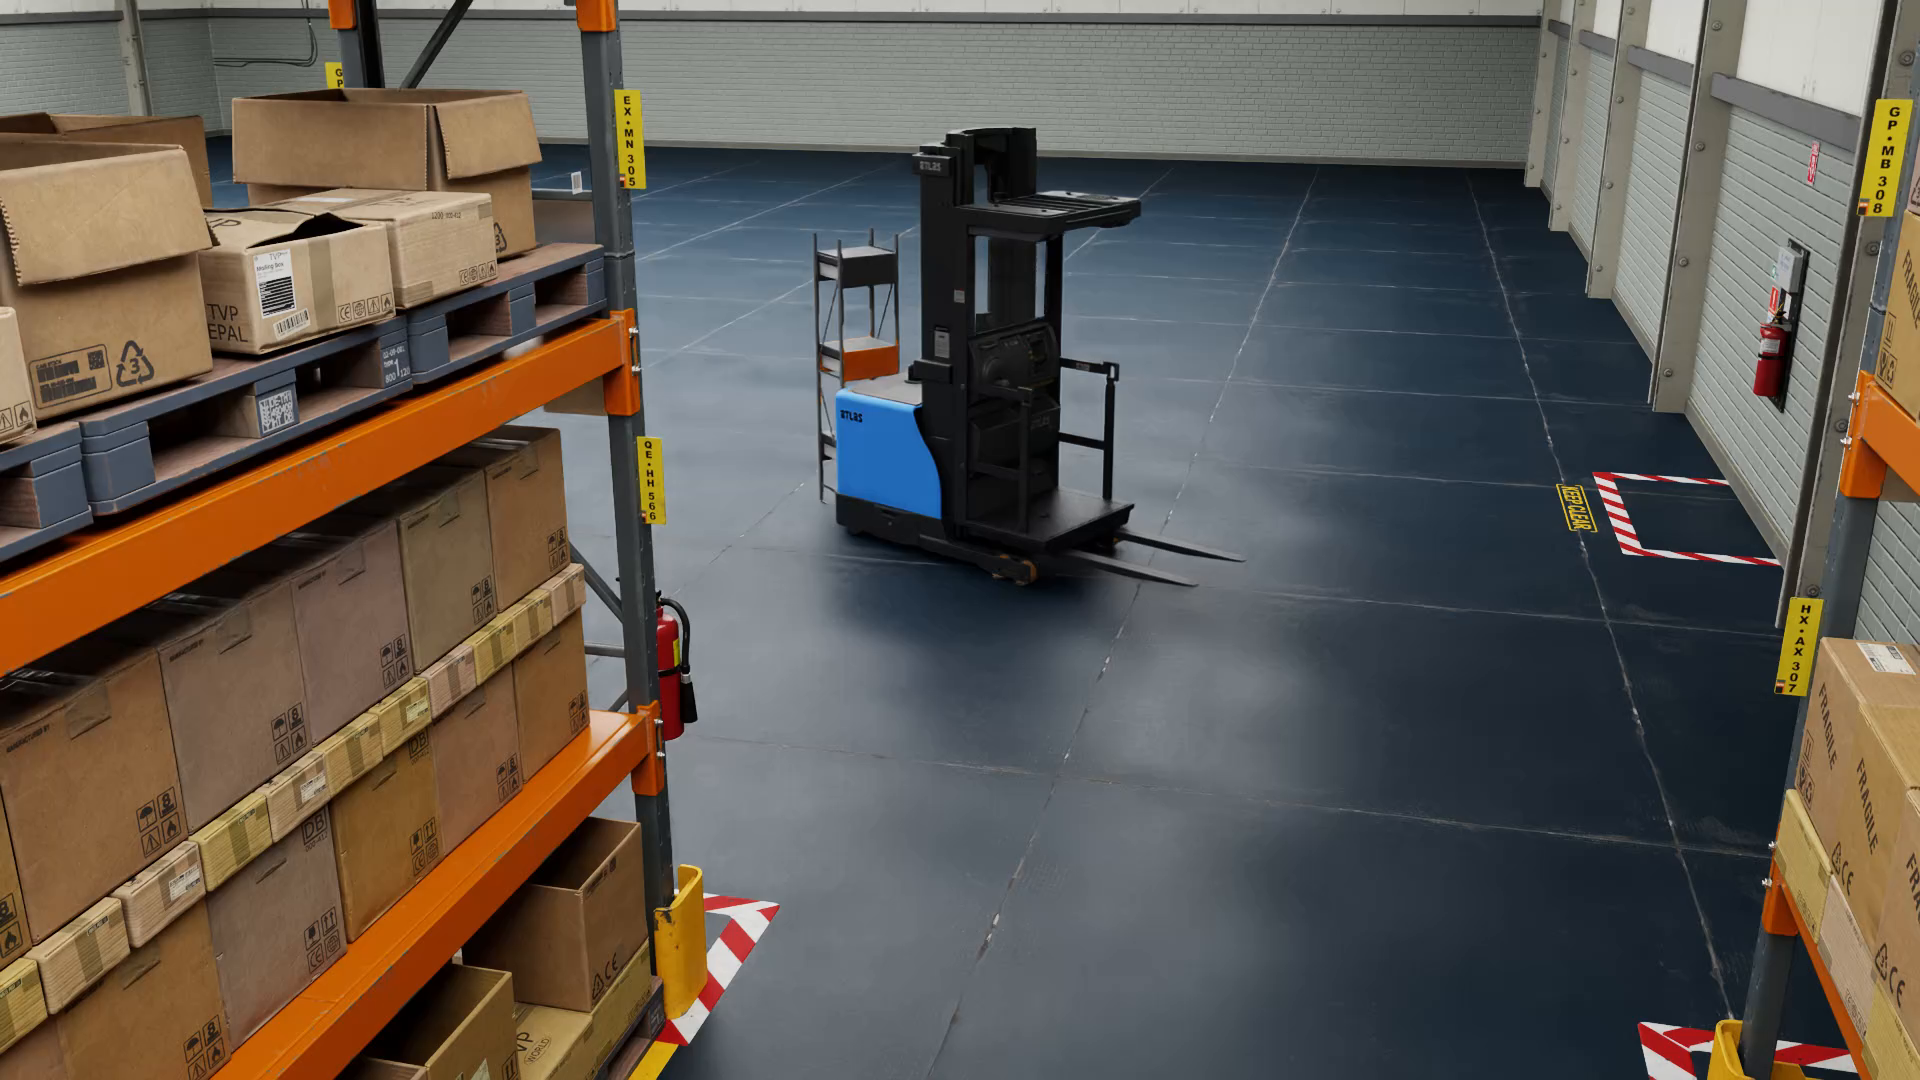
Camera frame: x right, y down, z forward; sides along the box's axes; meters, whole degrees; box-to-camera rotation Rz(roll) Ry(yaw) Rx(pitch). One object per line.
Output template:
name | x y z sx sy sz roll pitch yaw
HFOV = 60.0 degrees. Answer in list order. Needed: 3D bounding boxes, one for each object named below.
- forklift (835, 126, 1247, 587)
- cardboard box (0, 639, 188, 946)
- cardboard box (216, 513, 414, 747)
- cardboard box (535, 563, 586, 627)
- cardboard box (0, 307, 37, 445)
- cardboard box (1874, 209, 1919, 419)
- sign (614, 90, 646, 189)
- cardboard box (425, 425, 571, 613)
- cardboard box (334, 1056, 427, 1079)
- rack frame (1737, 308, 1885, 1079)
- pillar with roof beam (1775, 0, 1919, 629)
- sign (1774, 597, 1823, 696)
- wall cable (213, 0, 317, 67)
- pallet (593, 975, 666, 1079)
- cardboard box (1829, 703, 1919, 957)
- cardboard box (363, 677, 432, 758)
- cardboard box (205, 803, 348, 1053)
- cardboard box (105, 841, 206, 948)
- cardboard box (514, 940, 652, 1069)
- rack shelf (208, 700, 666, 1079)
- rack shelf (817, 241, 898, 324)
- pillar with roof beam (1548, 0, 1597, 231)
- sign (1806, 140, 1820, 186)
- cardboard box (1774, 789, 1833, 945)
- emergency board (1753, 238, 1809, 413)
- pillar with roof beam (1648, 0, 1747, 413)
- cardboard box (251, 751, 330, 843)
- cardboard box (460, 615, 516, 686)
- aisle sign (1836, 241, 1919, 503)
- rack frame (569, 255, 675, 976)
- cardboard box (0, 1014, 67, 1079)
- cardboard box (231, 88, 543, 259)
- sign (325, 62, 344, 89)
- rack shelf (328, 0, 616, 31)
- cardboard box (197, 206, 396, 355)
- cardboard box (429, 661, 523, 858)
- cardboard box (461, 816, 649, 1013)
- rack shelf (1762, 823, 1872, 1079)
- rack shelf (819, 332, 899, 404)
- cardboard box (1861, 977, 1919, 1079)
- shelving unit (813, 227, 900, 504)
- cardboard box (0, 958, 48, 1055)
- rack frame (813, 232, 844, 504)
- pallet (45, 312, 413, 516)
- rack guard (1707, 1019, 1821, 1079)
forklift | 0.538 -1.272 11.378 3.031 2.935 1.130 15 24 37
cardboard box | -2.271 0.537 3.814 0.700 0.500 0.500 5 19 13
cardboard box | -2.026 0.223 4.732 0.700 0.500 0.500 5 19 14
cardboard box | -1.550 0.180 5.863 0.380 0.149 0.250 4 19 12
cardboard box | -2.108 -0.296 3.044 0.500 0.311 0.500 4 19 10
cardboard box | 2.839 -0.602 4.483 0.500 0.500 0.500 5 20 15
sign | -1.118 -1.355 5.625 0.100 0.325 0.005 5 19 13
cardboard box | -1.780 -0.100 5.679 0.700 0.500 0.500 5 19 14
cardboard box | -1.837 1.809 4.693 0.500 0.500 0.500 5 19 13
rack frame | 3.164 0.789 5.237 1.000 3.000 0.127 5 19 13
pillar with roof beam | 1.123 -3.983 9.926 9.100 9.000 0.400 5 19 13
sign | 2.637 0.337 5.222 0.100 0.325 0.005 5 19 13
wall cable | -17.382 -13.002 41.136 3.097 2.526 0.112 5 19 13
pallet | -1.787 1.962 6.118 1.003 0.211 1.213 5 19 13
cardboard box | 2.625 0.776 4.317 0.500 0.500 0.500 5 19 14
cardboard box | -1.802 0.503 4.916 0.380 0.149 0.250 5 20 15
cardboard box | -2.143 0.983 4.516 0.700 0.500 0.500 5 20 15
cardboard box | -2.054 0.825 3.972 0.380 0.149 0.250 4 19 12
cardboard box | -1.485 1.693 6.195 0.500 0.250 0.500 5 19 13
rack shelf | -2.130 1.366 4.660 1.077 0.370 4.000 5 19 13
rack shelf | -0.779 -1.938 12.486 0.480 0.518 0.431 -12 22 -32
pillar with roof beam | 5.521 -9.624 26.443 9.100 9.000 0.400 5 19 13
sign | 6.037 -2.667 11.769 0.001 0.298 0.199 5 19 13
cardboard box | 2.736 0.978 4.883 0.500 0.250 0.500 4 19 12
emergency board | 5.938 -1.575 12.159 0.194 1.169 0.643 5 19 13
pillar with roof beam | 2.589 -5.863 15.432 9.100 9.000 0.400 5 19 13
cardboard box | -1.926 0.666 4.439 0.380 0.149 0.250 4 19 13
cardboard box | -1.675 0.342 5.388 0.380 0.149 0.250 4 19 13
aisle sign | 2.890 -0.487 4.952 0.394 0.787 0.004 5 19 13
rack frame | -1.641 0.399 6.379 1.000 3.000 0.127 5 19 13
cardboard box | -2.393 1.300 3.586 0.700 0.500 0.500 4 19 13
cardboard box | -1.785 -1.154 5.260 0.797 0.503 0.637 6 20 17
sign | -2.178 -1.517 5.873 0.100 0.325 0.005 5 19 13
rack shelf | -2.130 -1.283 3.754 1.077 0.370 4.000 5 19 13
cardboard box | -1.802 -0.687 4.190 0.500 0.311 0.500 7 20 20
cardboard box | -1.891 0.662 5.454 0.700 0.500 0.500 5 20 15
cardboard box | -1.483 1.338 6.073 0.500 0.500 0.500 5 19 13
rack shelf | 2.675 1.756 3.518 1.077 0.370 4.000 5 19 13
rack shelf | -0.781 -1.276 12.712 0.480 0.518 0.431 -12 22 -32
cardboard box | 2.493 1.302 3.937 0.500 0.250 0.500 4 19 13
shelving unit | -0.781 -1.288 12.708 0.503 2.100 0.431 -12 22 -32
cardboard box | -2.179 0.988 3.497 0.380 0.149 0.250 4 19 13
rack frame | -0.984 -1.246 12.580 0.015 2.100 0.400 -12 22 -32
pallet | -2.135 -0.375 4.142 1.003 0.211 1.213 5 19 13
rack guard | 3.145 1.996 5.571 1.175 0.500 0.348 5 19 13
